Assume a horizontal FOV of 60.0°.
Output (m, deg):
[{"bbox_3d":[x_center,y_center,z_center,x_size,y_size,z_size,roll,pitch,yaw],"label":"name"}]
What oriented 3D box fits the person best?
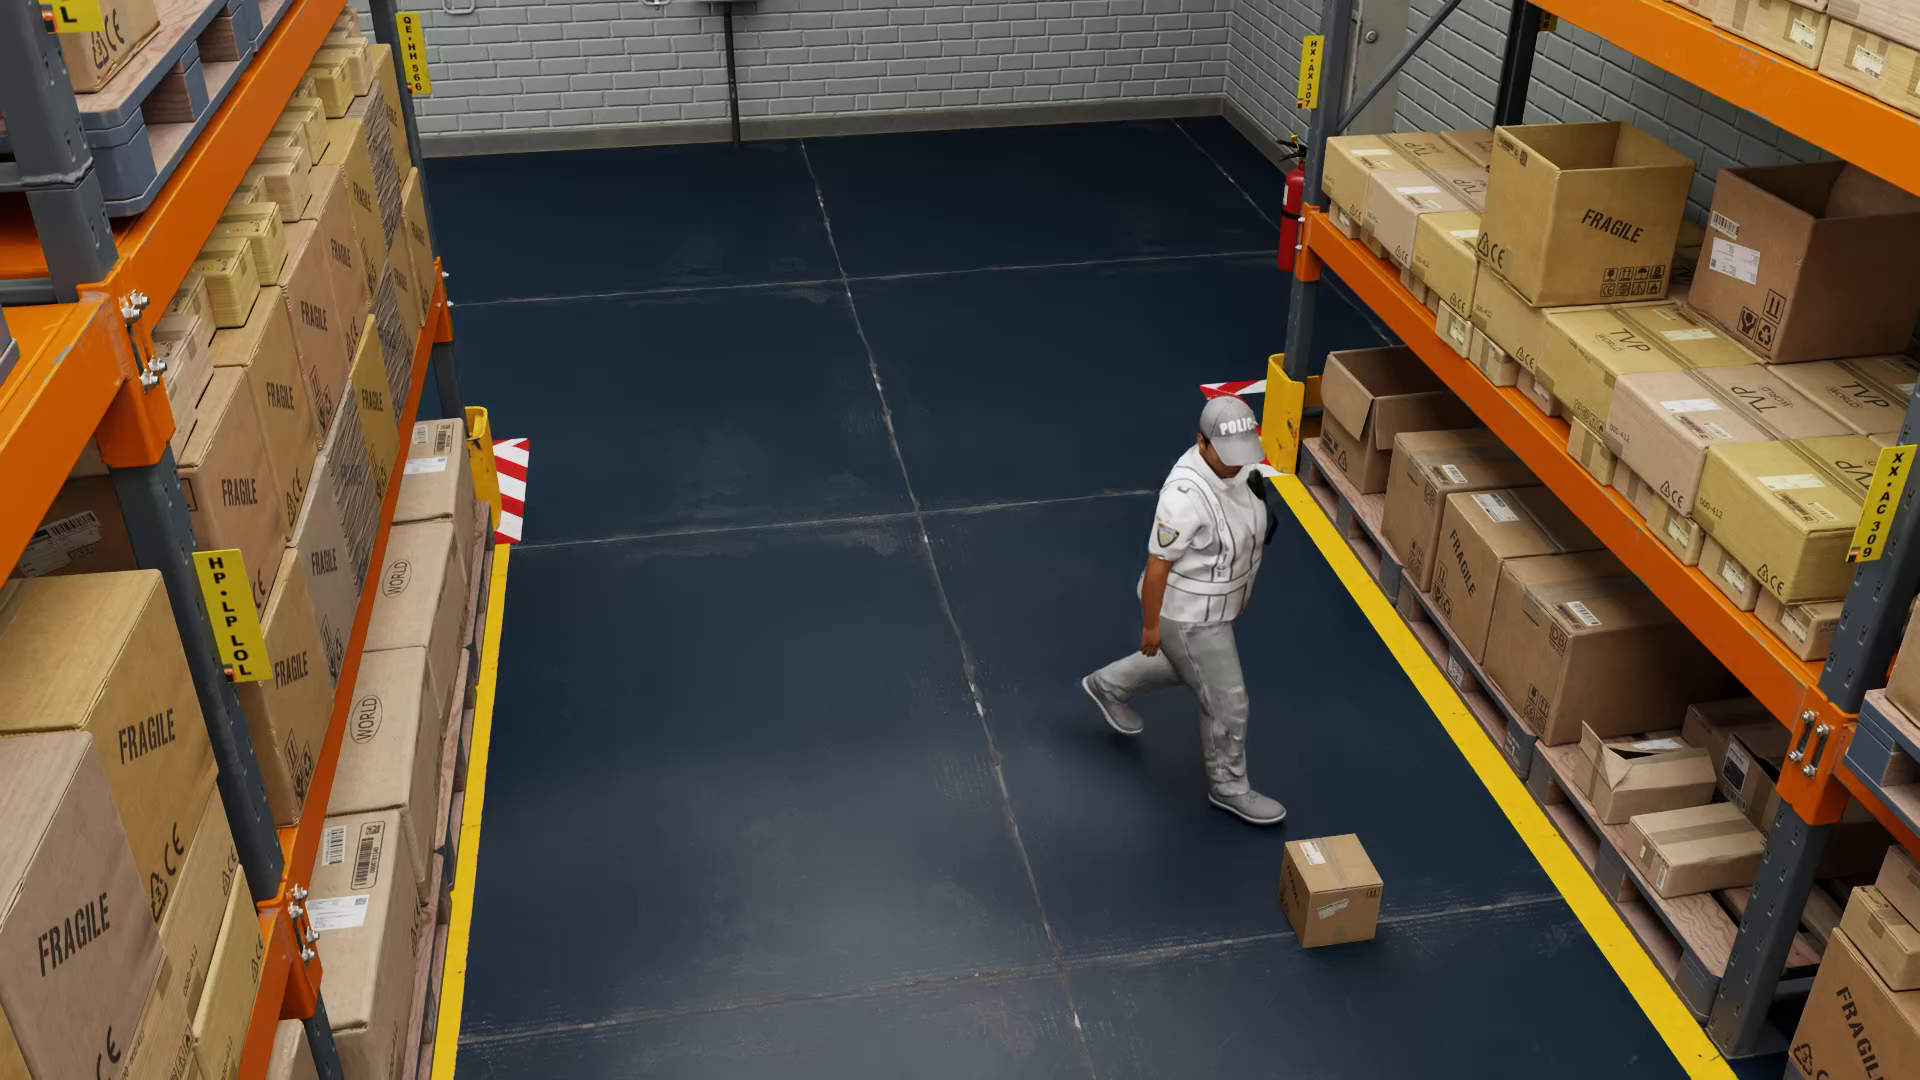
[{"bbox_3d":[0.794,0.199,5.801,0.906,1.624,0.488,16,34,25],"label":"person"}]
